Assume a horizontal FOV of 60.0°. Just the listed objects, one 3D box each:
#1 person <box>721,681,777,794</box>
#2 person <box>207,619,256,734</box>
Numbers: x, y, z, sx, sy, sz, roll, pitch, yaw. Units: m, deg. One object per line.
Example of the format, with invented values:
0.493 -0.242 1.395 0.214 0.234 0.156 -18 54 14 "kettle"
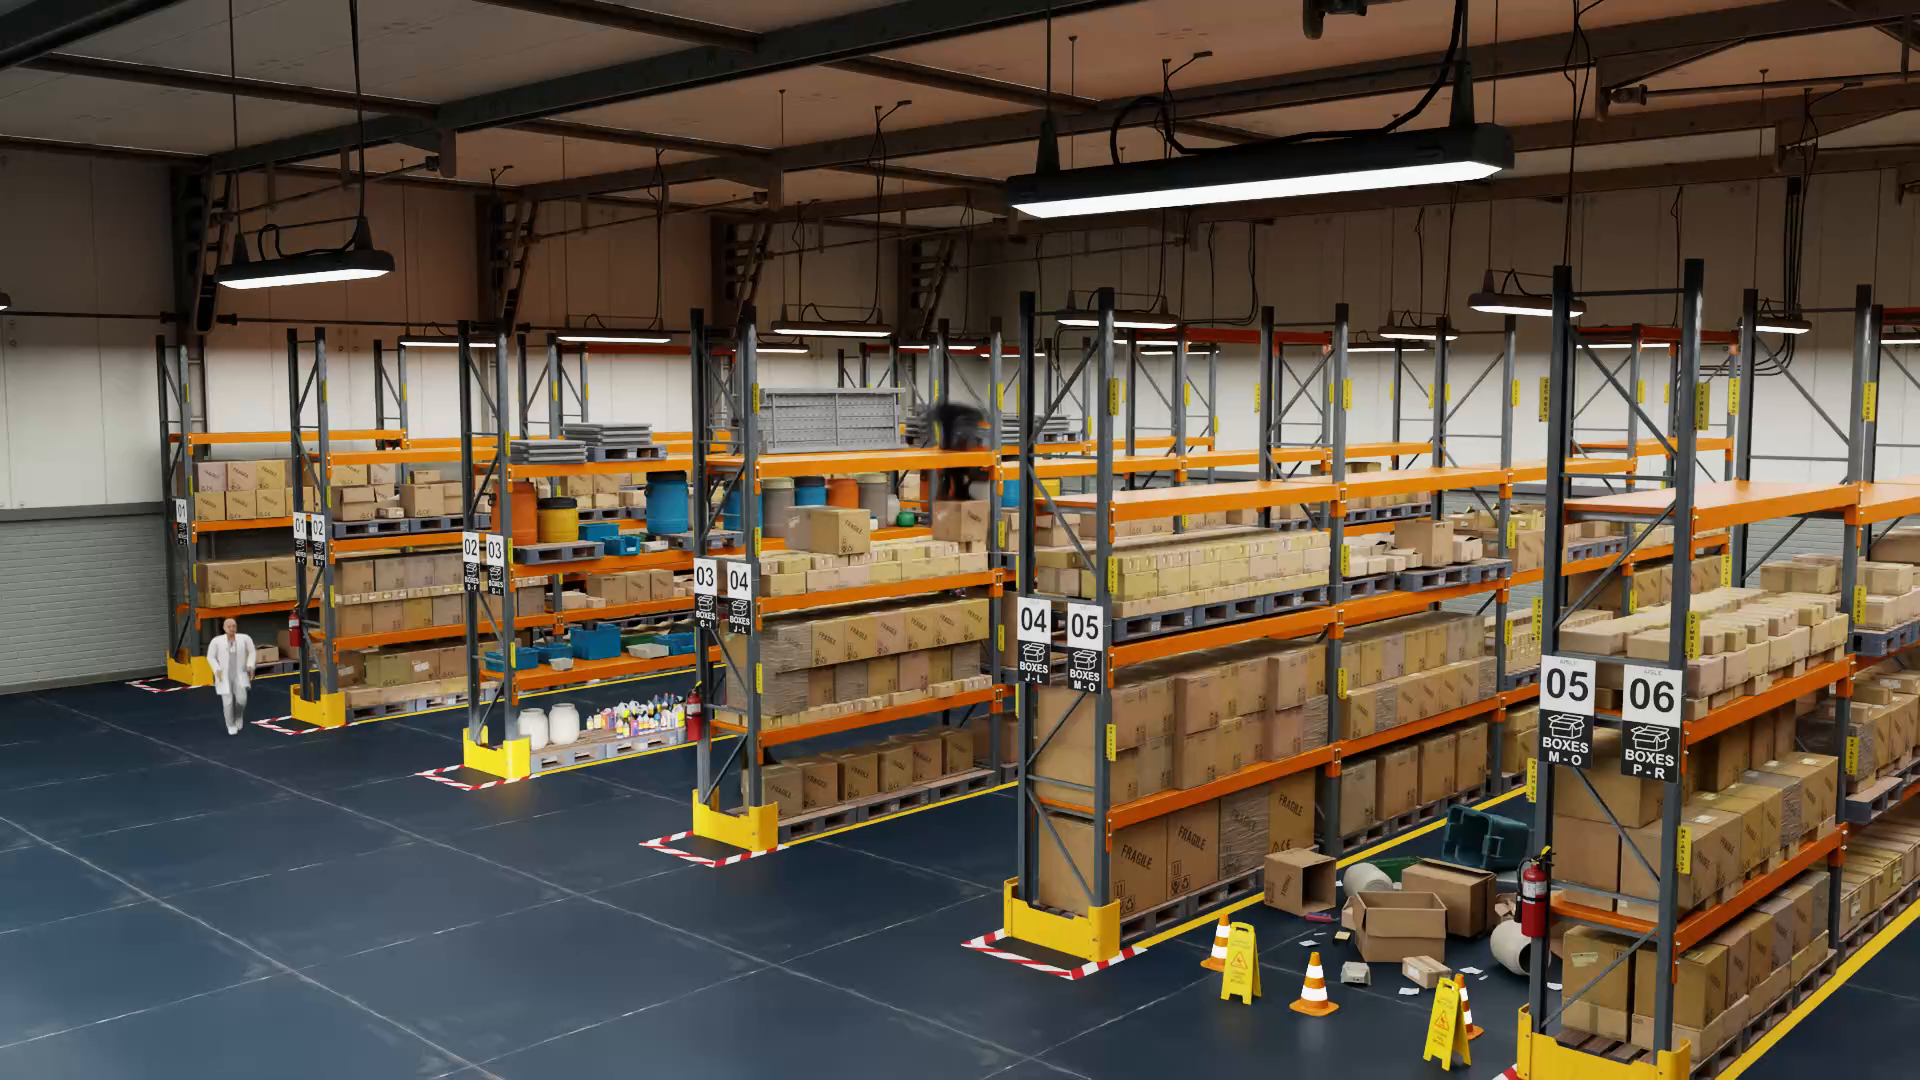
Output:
-2.664 2.415 21.178 0.628 1.501 1.051 4 7 38 "person"
-10.720 2.008 24.510 0.676 1.725 0.656 -3 6 -27 "person"
